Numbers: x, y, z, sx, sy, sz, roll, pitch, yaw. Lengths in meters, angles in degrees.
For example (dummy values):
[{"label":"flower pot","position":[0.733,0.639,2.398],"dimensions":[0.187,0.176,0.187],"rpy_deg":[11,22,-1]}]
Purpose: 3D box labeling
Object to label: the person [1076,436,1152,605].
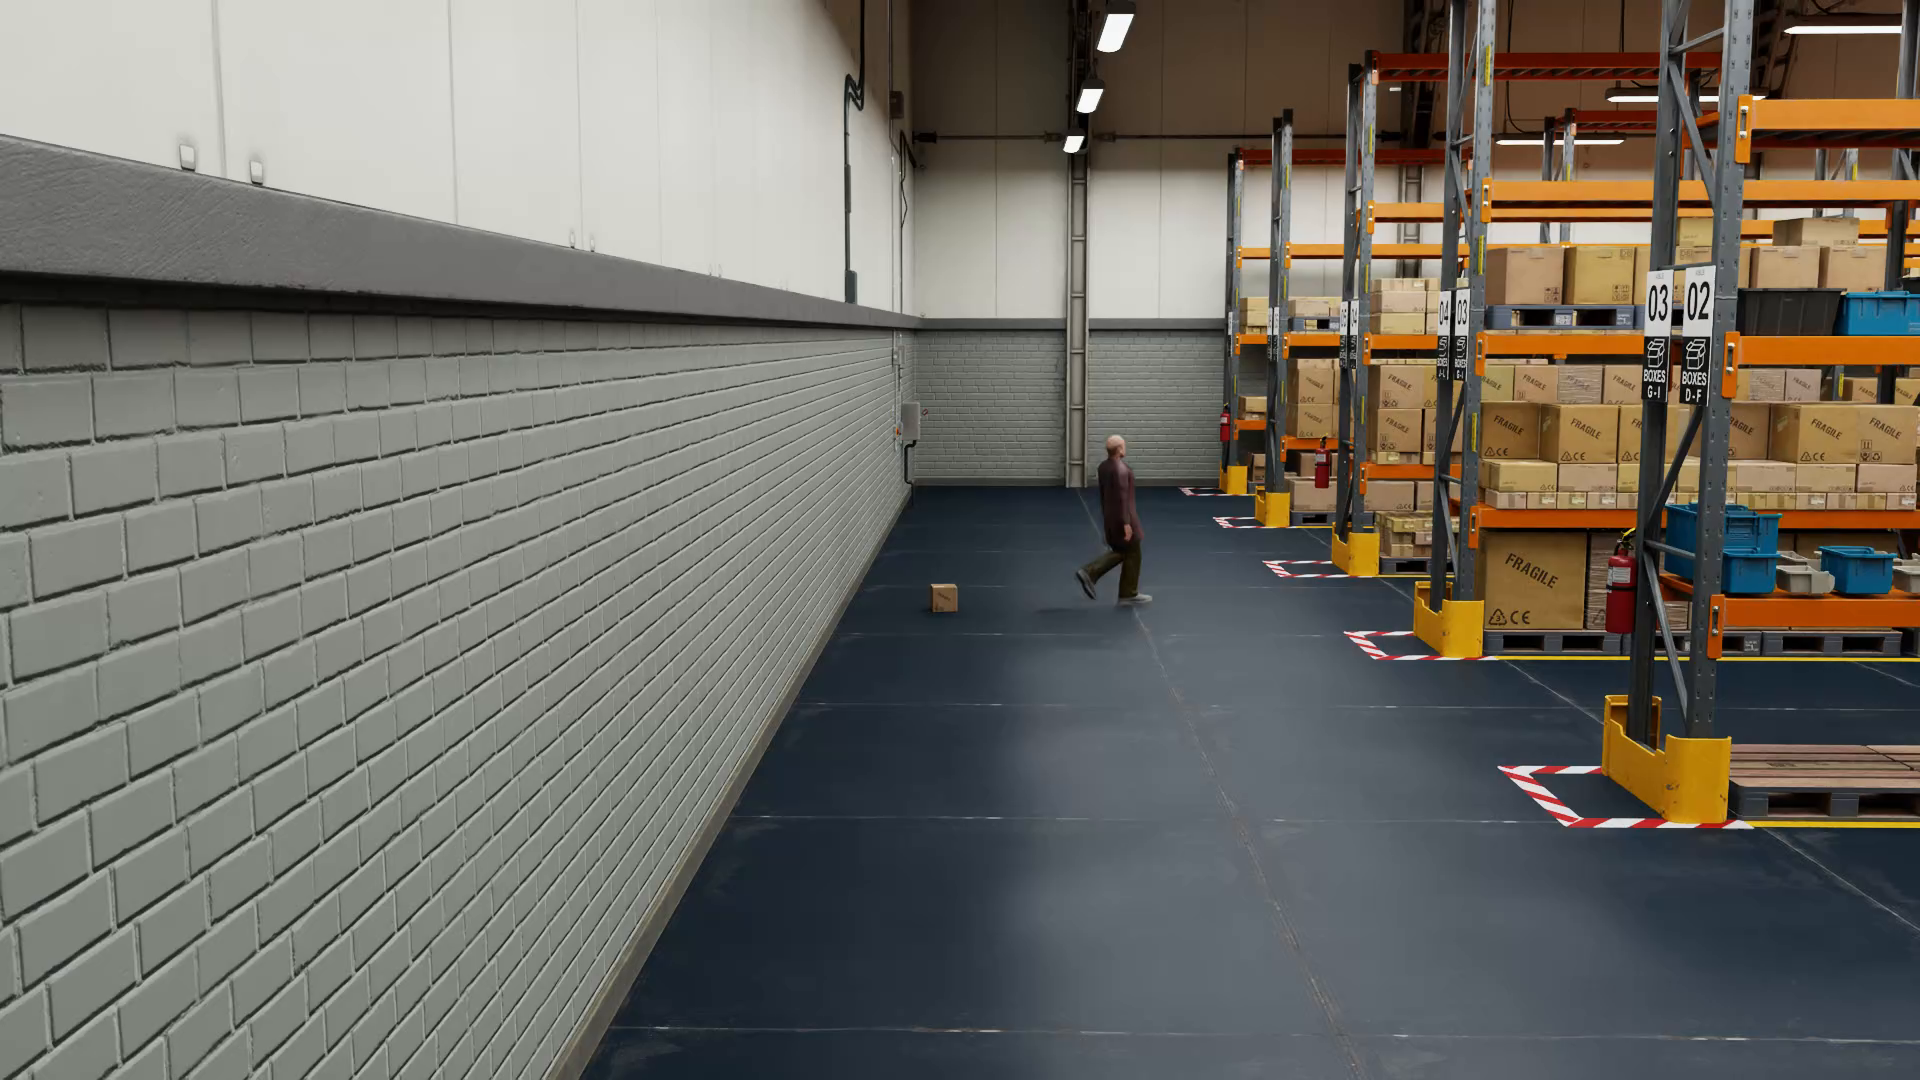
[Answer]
[{"label":"person","position":[1.633,-0.206,17.191],"dimensions":[0.716,1.753,0.602],"rpy_deg":[-3,8,-20]}]
